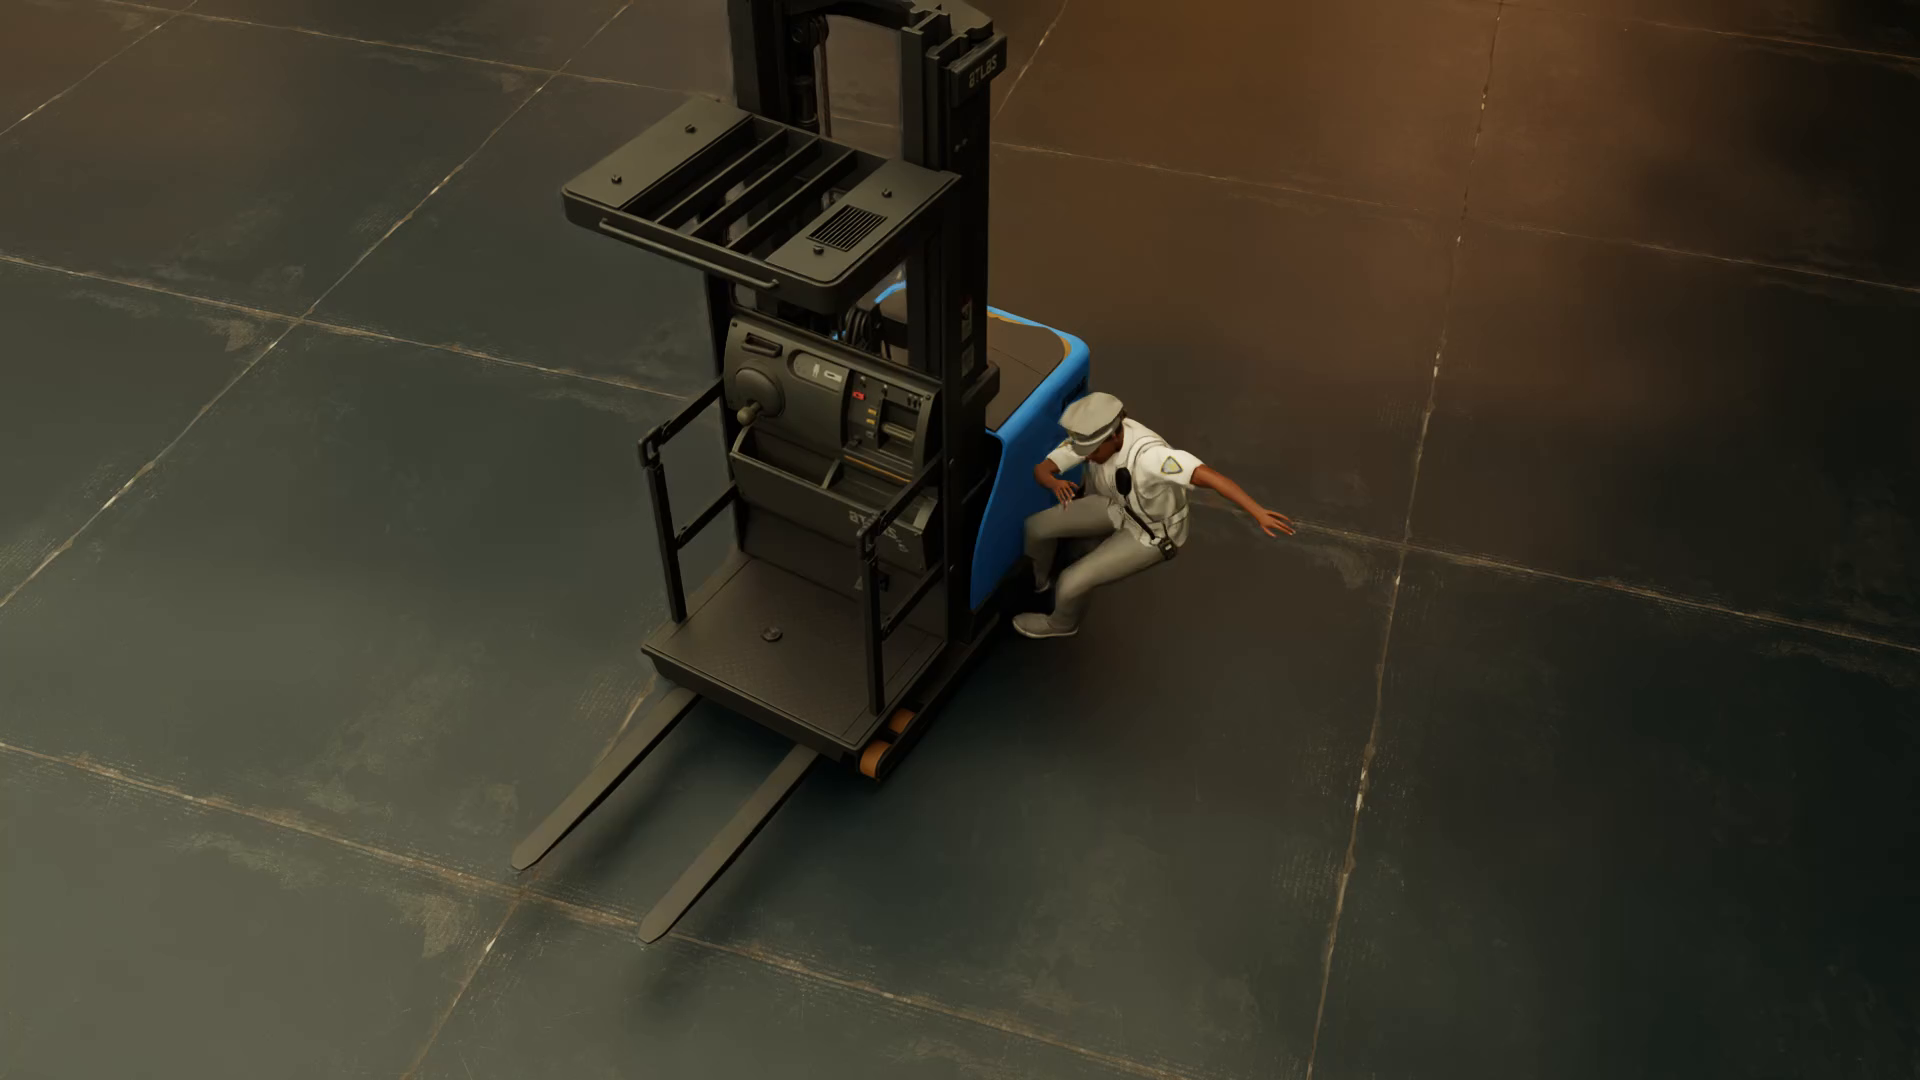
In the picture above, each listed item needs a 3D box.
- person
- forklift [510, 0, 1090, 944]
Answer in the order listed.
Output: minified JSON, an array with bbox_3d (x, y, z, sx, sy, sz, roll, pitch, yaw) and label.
[{"bbox_3d":[0.680,0.031,6.853,0.691,1.356,1.322,-23,48,-23],"label":"person"},{"bbox_3d":[-0.614,-0.462,6.185,1.130,2.935,3.031,22,47,22],"label":"forklift"}]
